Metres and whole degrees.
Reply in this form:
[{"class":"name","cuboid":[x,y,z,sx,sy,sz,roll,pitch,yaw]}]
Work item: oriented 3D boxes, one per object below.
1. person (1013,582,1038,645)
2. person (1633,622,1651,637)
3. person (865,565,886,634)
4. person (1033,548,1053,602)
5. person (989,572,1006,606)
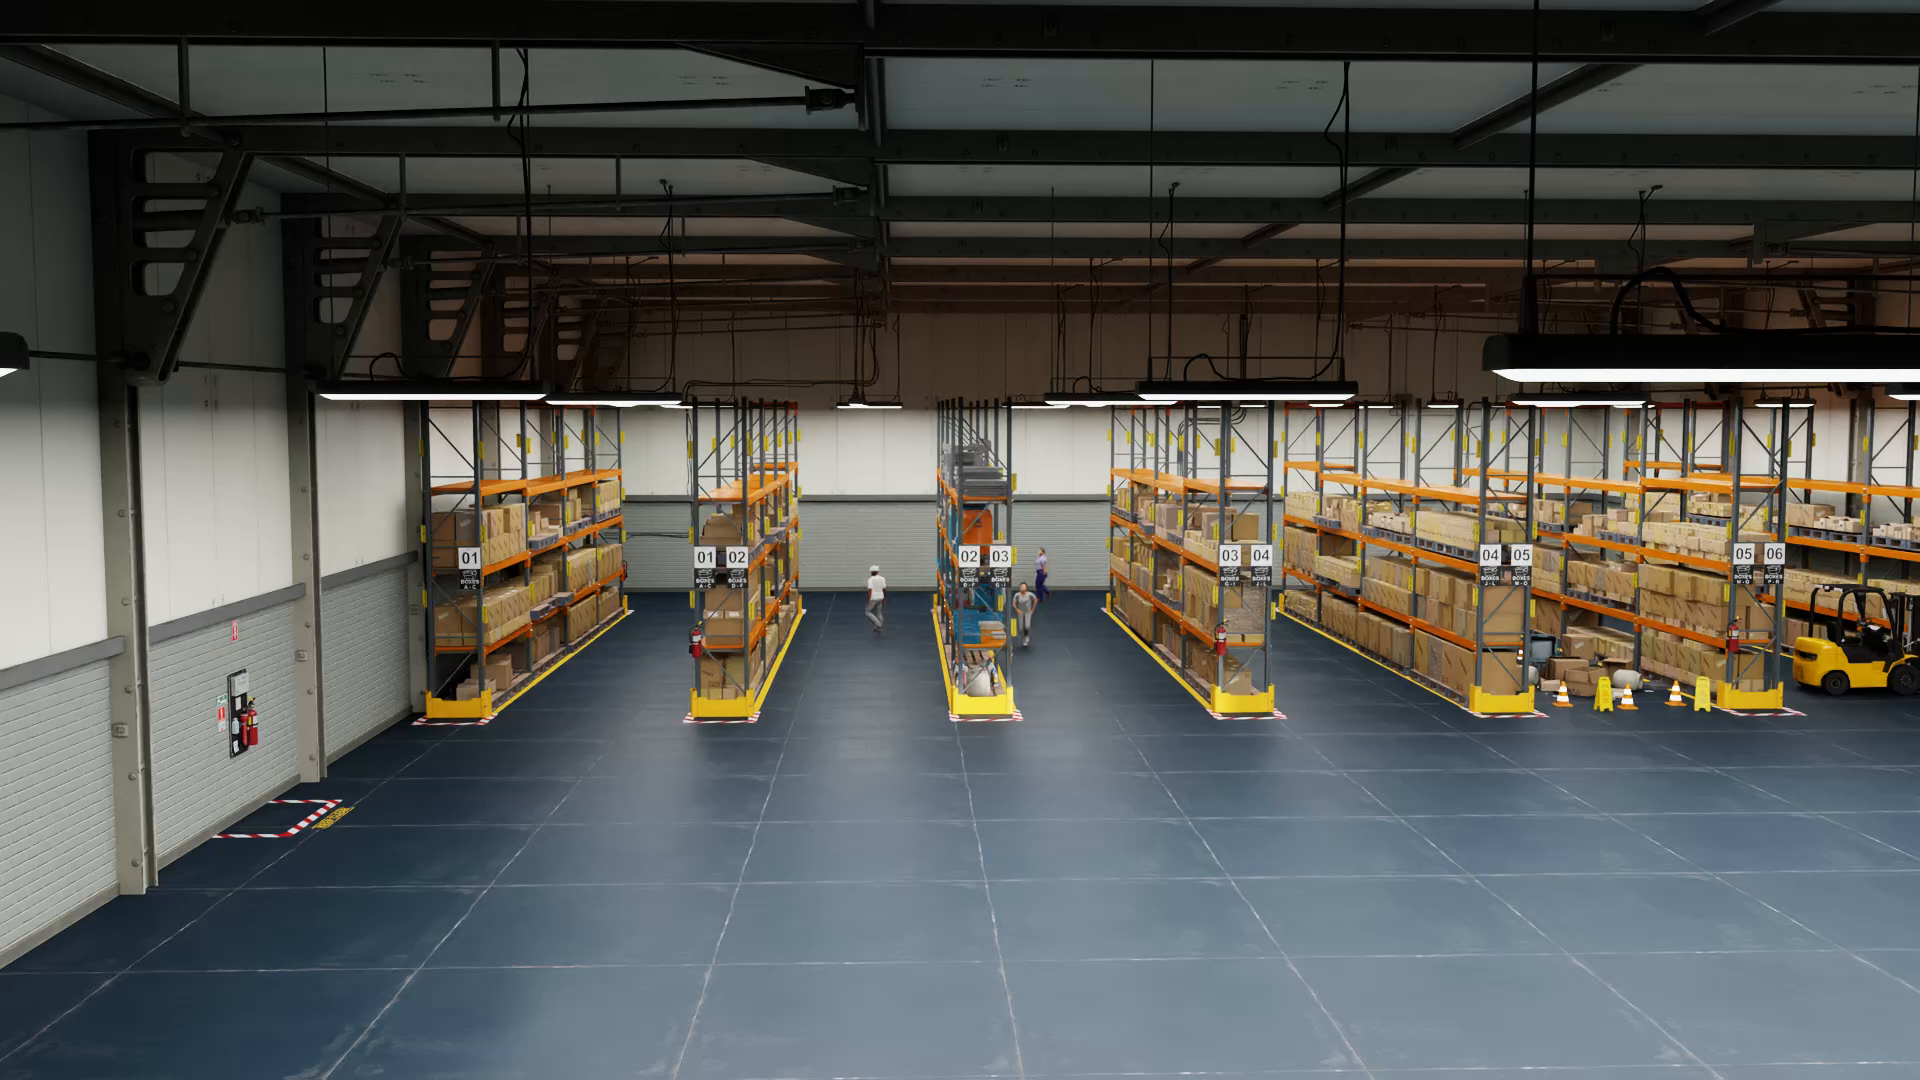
[{"class":"person","cuboid":[1.593,1.805,40.600,0.600,1.574,0.702,1,4,7]},{"class":"person","cuboid":[17.169,1.663,41.715,0.578,1.773,0.401,-3,5,-30]},{"class":"person","cuboid":[-2.143,1.536,42.705,0.529,1.765,0.625,4,6,44]},{"class":"person","cuboid":[2.487,1.050,49.872,0.612,1.606,0.471,0,4,-1]},{"class":"person","cuboid":[1.009,1.332,46.165,0.551,1.663,0.483,4,6,42]}]
